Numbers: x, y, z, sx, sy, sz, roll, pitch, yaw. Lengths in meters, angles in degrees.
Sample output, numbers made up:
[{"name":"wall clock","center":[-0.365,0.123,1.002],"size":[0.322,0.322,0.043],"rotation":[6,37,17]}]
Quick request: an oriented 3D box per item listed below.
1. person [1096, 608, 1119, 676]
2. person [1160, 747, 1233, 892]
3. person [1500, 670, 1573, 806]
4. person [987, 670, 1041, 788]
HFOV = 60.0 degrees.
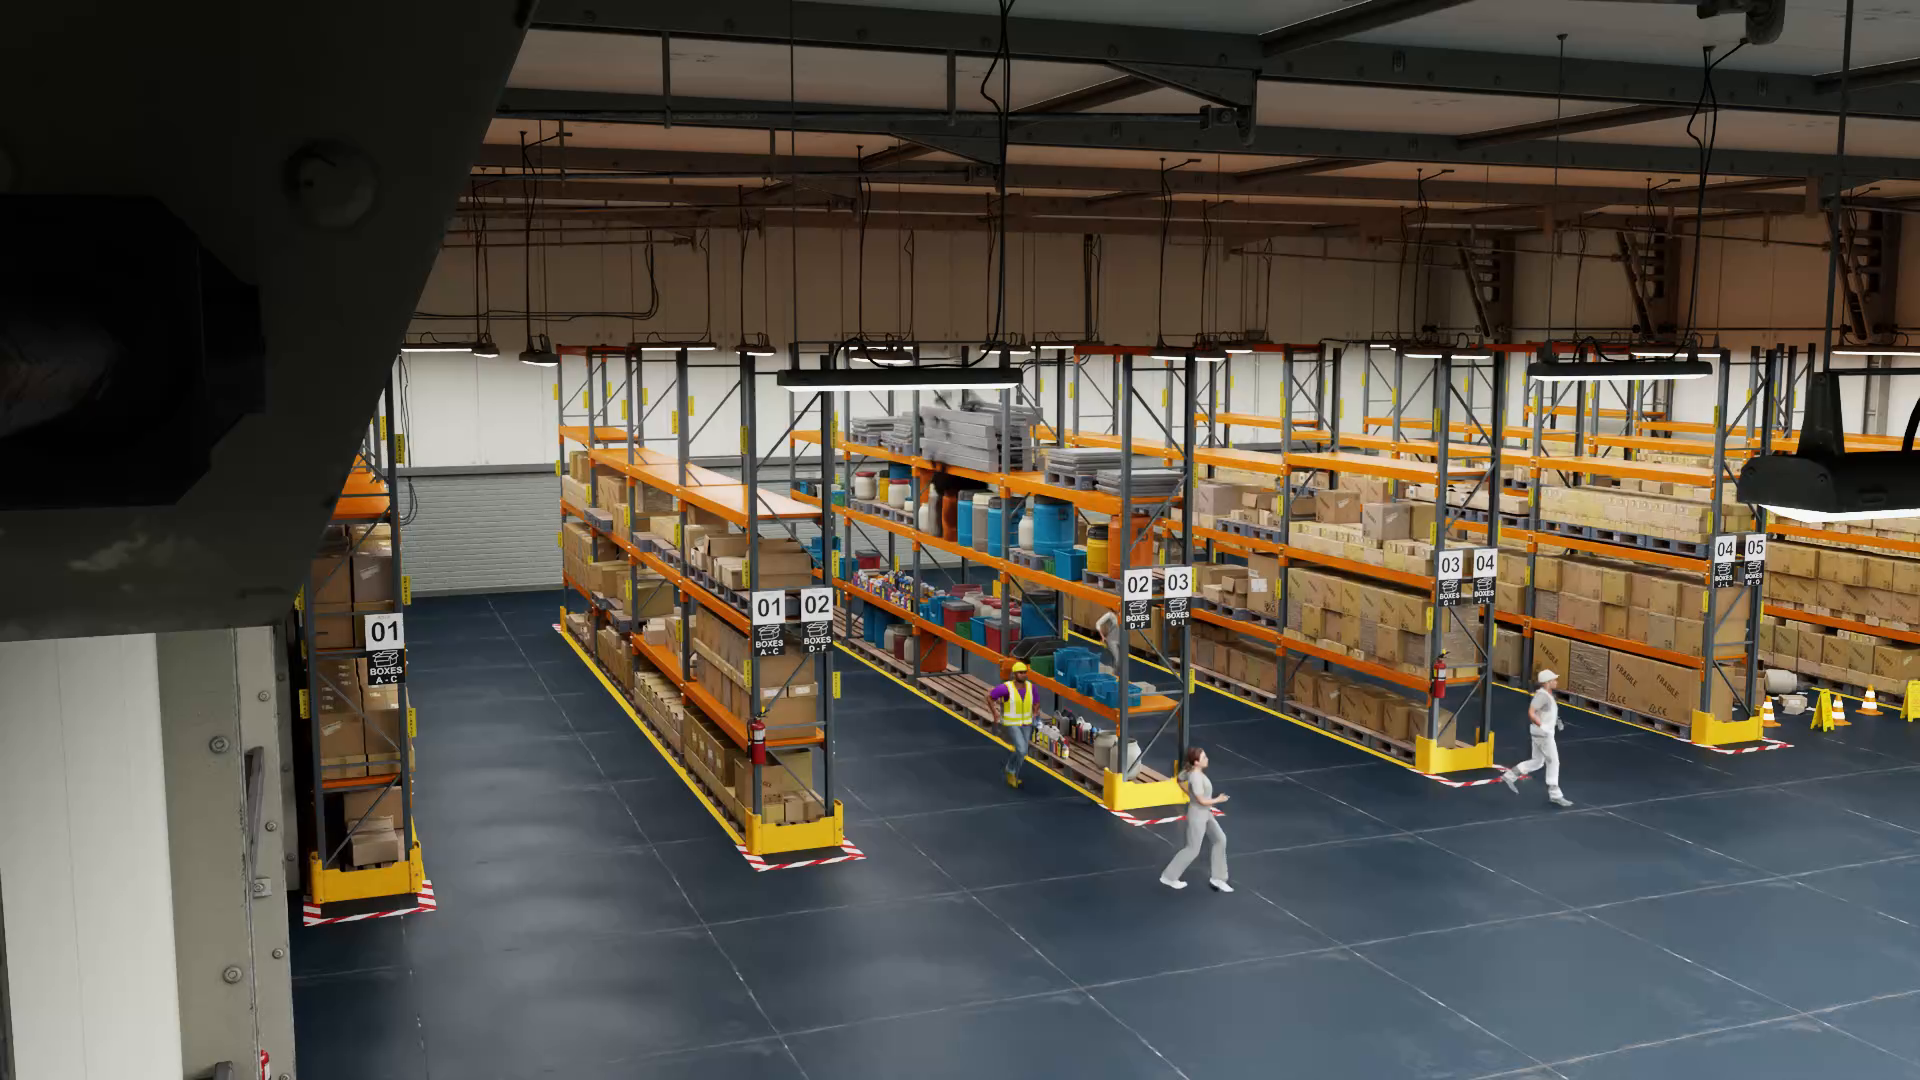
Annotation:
[{"name":"person","center":[2.714,1.846,29.140],"size":[0.503,1.623,0.691],"rotation":[-5,9,-35]},{"name":"person","center":[2.675,3.153,18.708],"size":[0.825,1.697,0.570],"rotation":[1,7,9]},{"name":"person","center":[7.777,2.624,22.353],"size":[0.935,1.792,0.681],"rotation":[2,8,17]},{"name":"person","center":[0.814,2.569,22.930],"size":[0.692,1.702,0.660],"rotation":[-4,8,-31]}]
